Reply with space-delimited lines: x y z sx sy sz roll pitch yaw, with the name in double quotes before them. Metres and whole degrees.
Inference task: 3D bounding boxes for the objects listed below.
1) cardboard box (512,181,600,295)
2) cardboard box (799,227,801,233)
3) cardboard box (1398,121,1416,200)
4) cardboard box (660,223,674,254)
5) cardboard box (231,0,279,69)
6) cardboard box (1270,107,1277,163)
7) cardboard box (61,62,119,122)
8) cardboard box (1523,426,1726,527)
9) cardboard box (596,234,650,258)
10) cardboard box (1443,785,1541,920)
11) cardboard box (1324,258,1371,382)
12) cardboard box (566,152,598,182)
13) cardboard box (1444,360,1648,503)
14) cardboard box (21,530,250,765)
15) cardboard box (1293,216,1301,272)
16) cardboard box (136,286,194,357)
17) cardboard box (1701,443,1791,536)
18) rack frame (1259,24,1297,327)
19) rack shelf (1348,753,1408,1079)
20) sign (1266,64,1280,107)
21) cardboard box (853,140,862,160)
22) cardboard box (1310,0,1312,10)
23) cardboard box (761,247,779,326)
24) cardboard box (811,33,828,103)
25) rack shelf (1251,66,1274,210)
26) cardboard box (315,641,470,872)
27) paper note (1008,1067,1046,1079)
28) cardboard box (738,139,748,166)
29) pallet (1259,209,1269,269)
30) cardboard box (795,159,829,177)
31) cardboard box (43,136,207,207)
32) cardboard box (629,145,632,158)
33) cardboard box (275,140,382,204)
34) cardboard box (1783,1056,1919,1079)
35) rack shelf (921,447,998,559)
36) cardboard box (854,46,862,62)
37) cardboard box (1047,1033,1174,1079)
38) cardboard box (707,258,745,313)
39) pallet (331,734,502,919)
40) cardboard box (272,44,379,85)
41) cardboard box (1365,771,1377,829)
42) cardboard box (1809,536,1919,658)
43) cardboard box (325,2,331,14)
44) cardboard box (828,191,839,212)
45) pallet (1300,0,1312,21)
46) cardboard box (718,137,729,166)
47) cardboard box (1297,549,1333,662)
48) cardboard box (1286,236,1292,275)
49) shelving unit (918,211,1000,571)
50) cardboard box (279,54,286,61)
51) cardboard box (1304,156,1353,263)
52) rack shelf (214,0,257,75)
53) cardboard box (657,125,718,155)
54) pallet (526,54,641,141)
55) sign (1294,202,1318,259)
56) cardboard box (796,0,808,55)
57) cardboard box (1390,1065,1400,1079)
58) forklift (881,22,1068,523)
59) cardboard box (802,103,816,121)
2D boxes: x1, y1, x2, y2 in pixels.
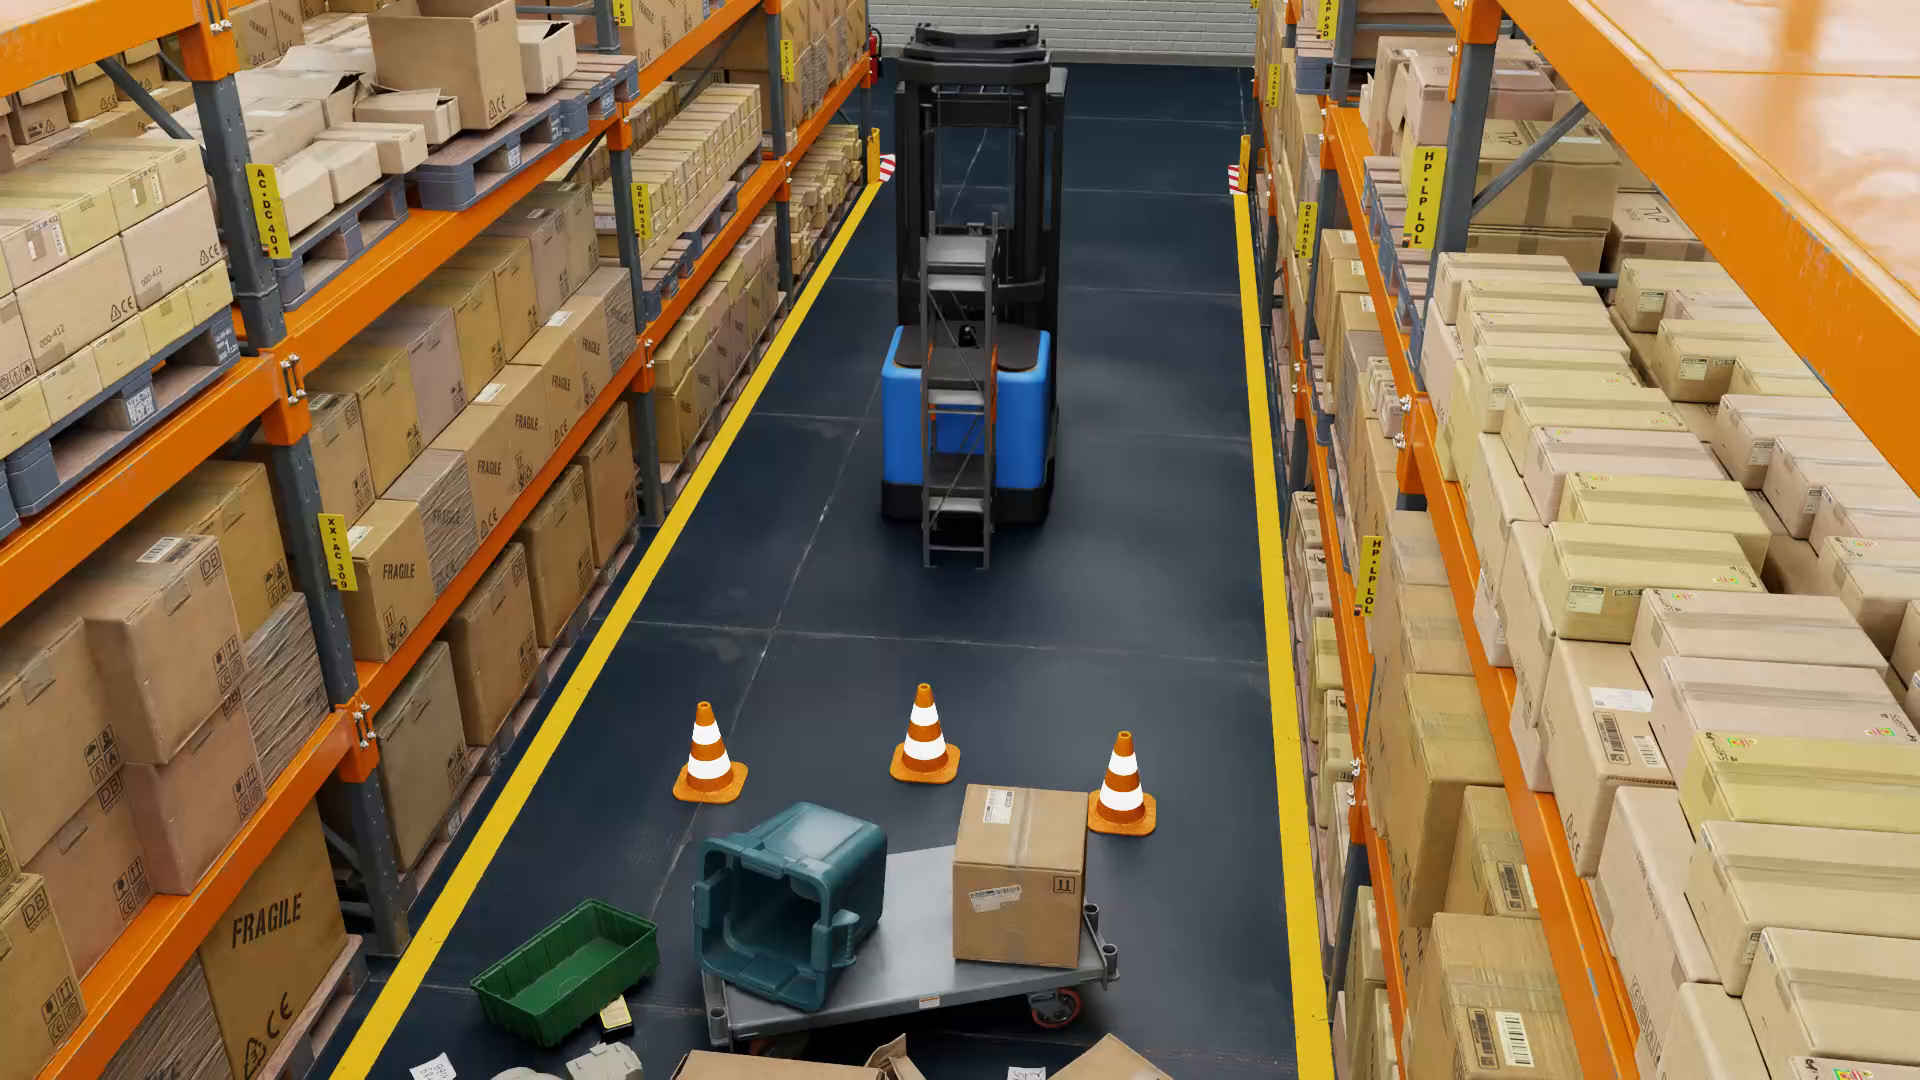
"cardboard box" -2.481 -1.724 9.419 0.700 0.500 0.500 3 28 6
"cardboard box" -1.628 -2.787 14.802 0.380 0.149 0.250 3 28 6
"cardboard box" 2.078 -1.528 6.768 0.500 0.250 0.500 4 29 7
"cardboard box" -2.095 -1.977 10.871 0.380 0.149 0.250 5 29 9
"cardboard box" -6.455 -4.506 14.797 0.500 0.500 0.500 3 28 6
"cardboard box" 2.803 -3.370 13.530 0.500 0.500 0.500 4 29 7
"cardboard box" -7.002 -3.531 12.771 0.797 0.503 0.637 4 29 7
"cardboard box" 1.551 -0.143 3.906 0.380 0.149 0.250 3 28 5
"cardboard box" -2.157 -1.871 10.361 0.380 0.149 0.250 5 29 8
"cardboard box" 1.604 0.977 4.093 0.700 0.500 0.500 3 28 6
"cardboard box" 2.168 -1.126 8.607 0.500 0.500 0.500 5 29 9
"cardboard box" -2.681 -2.524 11.260 0.380 0.149 0.250 3 28 6
"cardboard box" 1.640 -0.278 4.578 0.500 0.250 0.500 3 28 6
"cardboard box" -2.937 0.329 5.473 0.875 0.550 0.550 3 28 6
"cardboard box" 2.376 -1.848 10.442 0.500 0.250 0.500 3 28 5
"cardboard box" -2.664 -0.698 5.228 0.380 0.149 0.250 4 29 7
"cardboard box" 2.095 -0.012 4.084 0.500 0.250 0.500 3 28 5
"rack frame" 2.999 -3.093 13.121 1.000 3.000 0.127 3 28 6
"rack shelf" 1.774 1.931 4.554 1.077 0.370 4.000 3 28 6
"sign" 2.448 -3.540 12.955 0.100 0.325 0.005 3 28 6
"cardboard box" -1.217 -4.012 17.075 0.380 0.149 0.250 3 28 5
"cardboard box" 2.331 -3.325 10.088 0.396 0.266 0.258 3 28 5
"cardboard box" -1.766 -2.054 13.386 0.500 0.500 0.500 3 28 5
"cardboard box" -1.464 -4.195 14.747 0.500 0.500 0.500 3 28 5
"rack shelf" 3.244 -3.718 15.039 1.077 0.370 4.000 3 28 6
"cardboard box" -2.919 0.941 7.562 1.050 0.750 0.750 3 28 6
"paper note" 0.261 2.130 6.556 0.148 0.019 0.142 3 28 6
"cardboard box" -1.842 -2.969 12.713 0.380 0.149 0.250 3 28 6
"pallet" 3.317 -2.795 15.507 1.003 0.211 1.213 3 28 6
"cardboard box" -1.457 -3.534 15.875 0.380 0.149 0.250 2 28 4
"cardboard box" -2.634 -1.166 5.258 0.380 0.149 0.250 3 28 6
"cardboard box" -2.586 -2.762 12.014 0.380 0.149 0.250 3 28 5
"cardboard box" -2.533 -1.480 6.681 0.250 0.149 0.380 3 28 6
"cardboard box" 1.277 0.818 2.122 0.380 0.149 0.250 4 29 7
"rack shelf" -0.001 -0.233 10.265 0.431 0.518 0.480 2 28 4
"cardboard box" -1.195 -4.935 16.805 0.380 0.149 0.250 3 28 6
"cardboard box" 0.537 2.197 5.933 0.500 0.500 0.500 -24 36 -37
"cardboard box" -1.893 -1.891 12.293 0.500 0.250 0.500 2 28 4
"pallet" -2.886 1.293 7.920 1.003 0.211 1.213 3 28 6
"cardboard box" -2.847 -2.155 7.763 0.500 0.311 0.500 3 28 5
"cardboard box" 1.662 0.913 5.950 0.380 0.149 0.250 3 28 6
"cardboard box" 1.993 0.125 3.410 0.380 0.149 0.250 4 29 7
"cardboard box" -6.673 -5.406 17.259 0.500 0.250 0.500 3 28 5
"cardboard box" -1.382 -3.271 16.015 0.380 0.149 0.250 4 29 7
"pallet" 2.670 -3.280 10.505 1.003 0.211 1.213 5 29 9
"cardboard box" -1.905 -2.847 12.173 0.380 0.149 0.250 2 28 4
"cardboard box" 2.348 0.375 9.011 0.950 0.372 0.625 3 28 5
"cardboard box" 2.438 -1.875 11.017 0.500 0.250 0.500 3 28 6
"shelving unit" -0.001 -0.861 9.927 0.431 2.100 0.503 2 28 4
"cardboard box" -6.395 -4.418 15.424 0.500 0.250 0.500 4 29 7
"cardboard box" 2.313 -1.953 9.845 0.500 0.500 0.500 3 28 5
"rack shelf" -2.661 -2.657 7.166 1.077 0.370 4.000 3 28 6
"cardboard box" -1.942 -2.855 11.875 0.380 0.149 0.250 2 28 4
"pallet" -2.442 -2.381 8.836 1.213 0.211 1.003 5 29 9
"sign" 1.958 -1.751 9.408 0.100 0.325 0.005 3 28 6
"cardboard box" -1.580 -4.391 14.057 0.500 0.500 0.500 3 28 5
"cardboard box" 1.513 1.769 5.078 0.380 0.149 0.250 5 29 9
"forklift" 0.143 -2.069 11.292 1.130 2.935 3.031 2 28 4
"cardboard box" -1.493 -3.834 14.760 0.380 0.149 0.250 4 29 7
